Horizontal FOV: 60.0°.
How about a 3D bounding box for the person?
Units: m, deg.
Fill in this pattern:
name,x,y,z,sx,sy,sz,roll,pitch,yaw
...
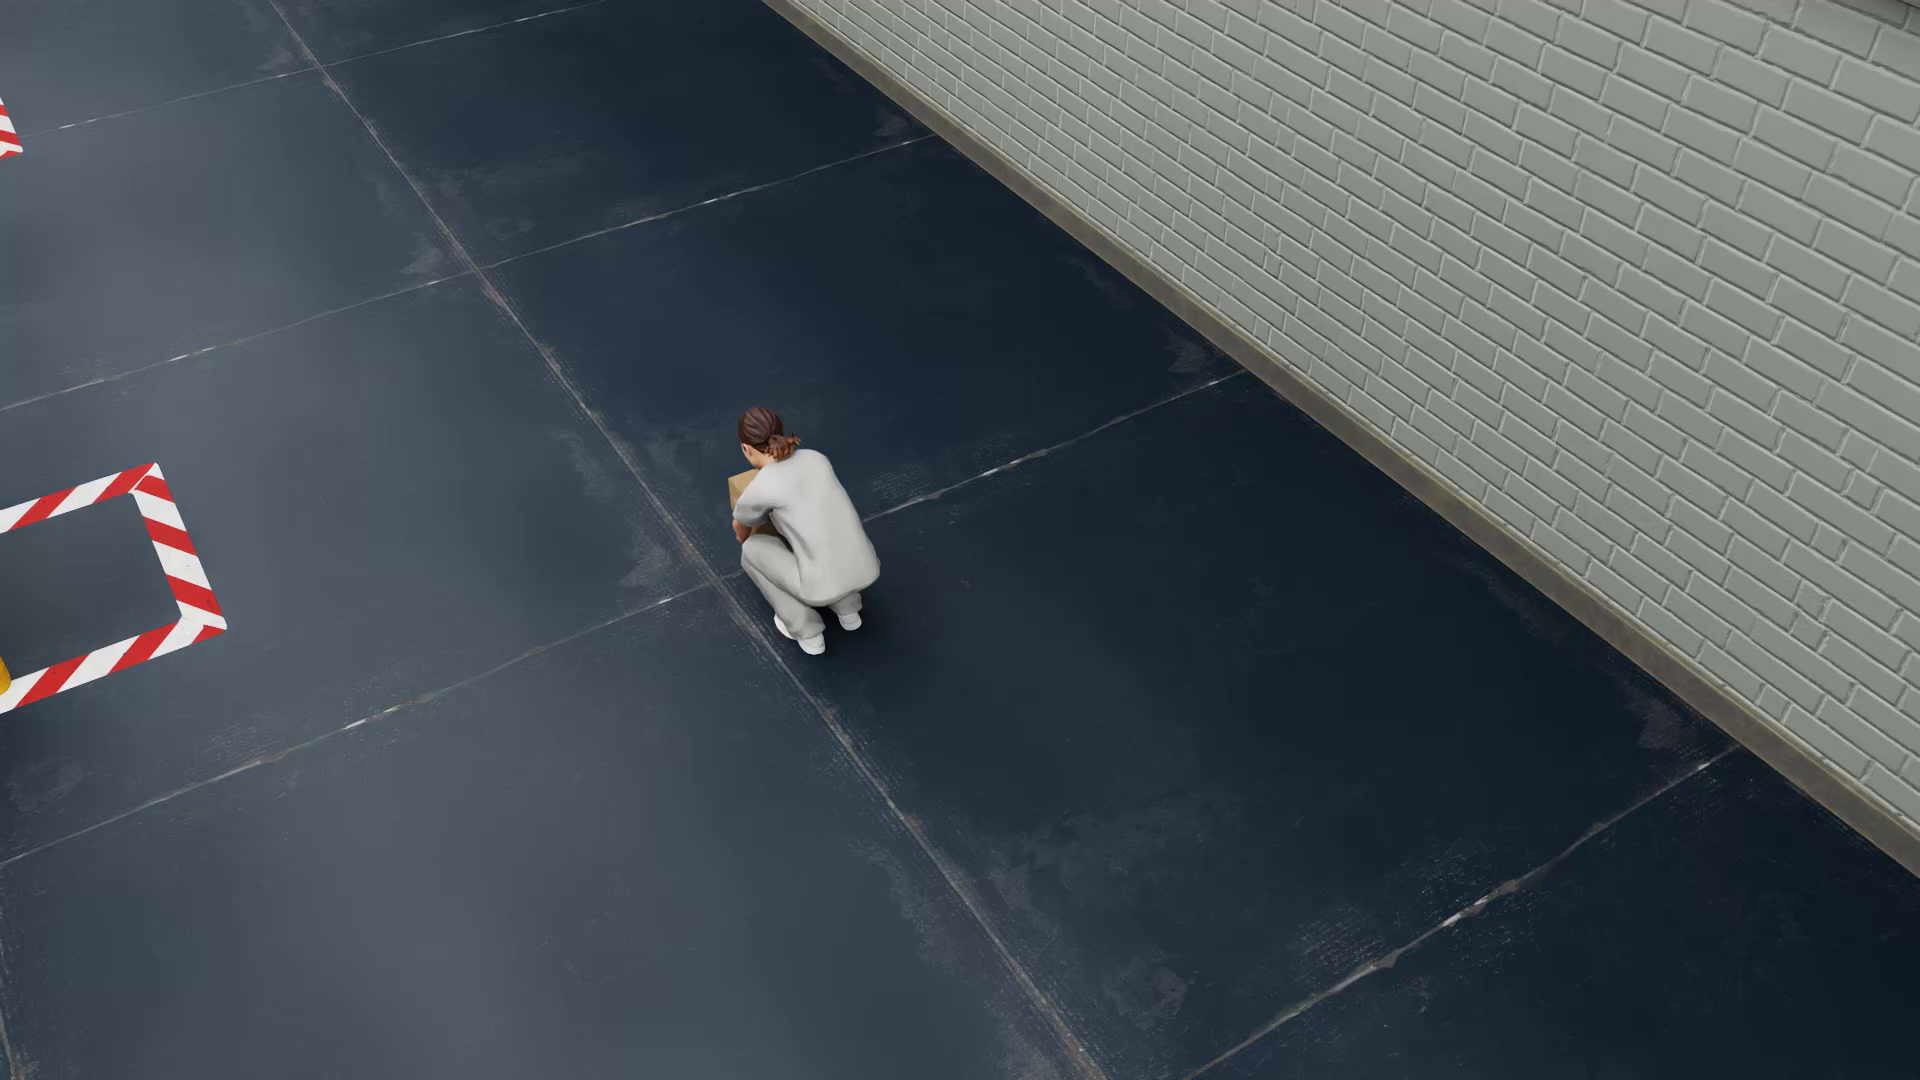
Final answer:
name,x,y,z,sx,sy,sz,roll,pitch,yaw
person,-0.652,-0.059,6.799,0.477,0.933,0.804,-23,46,-24
